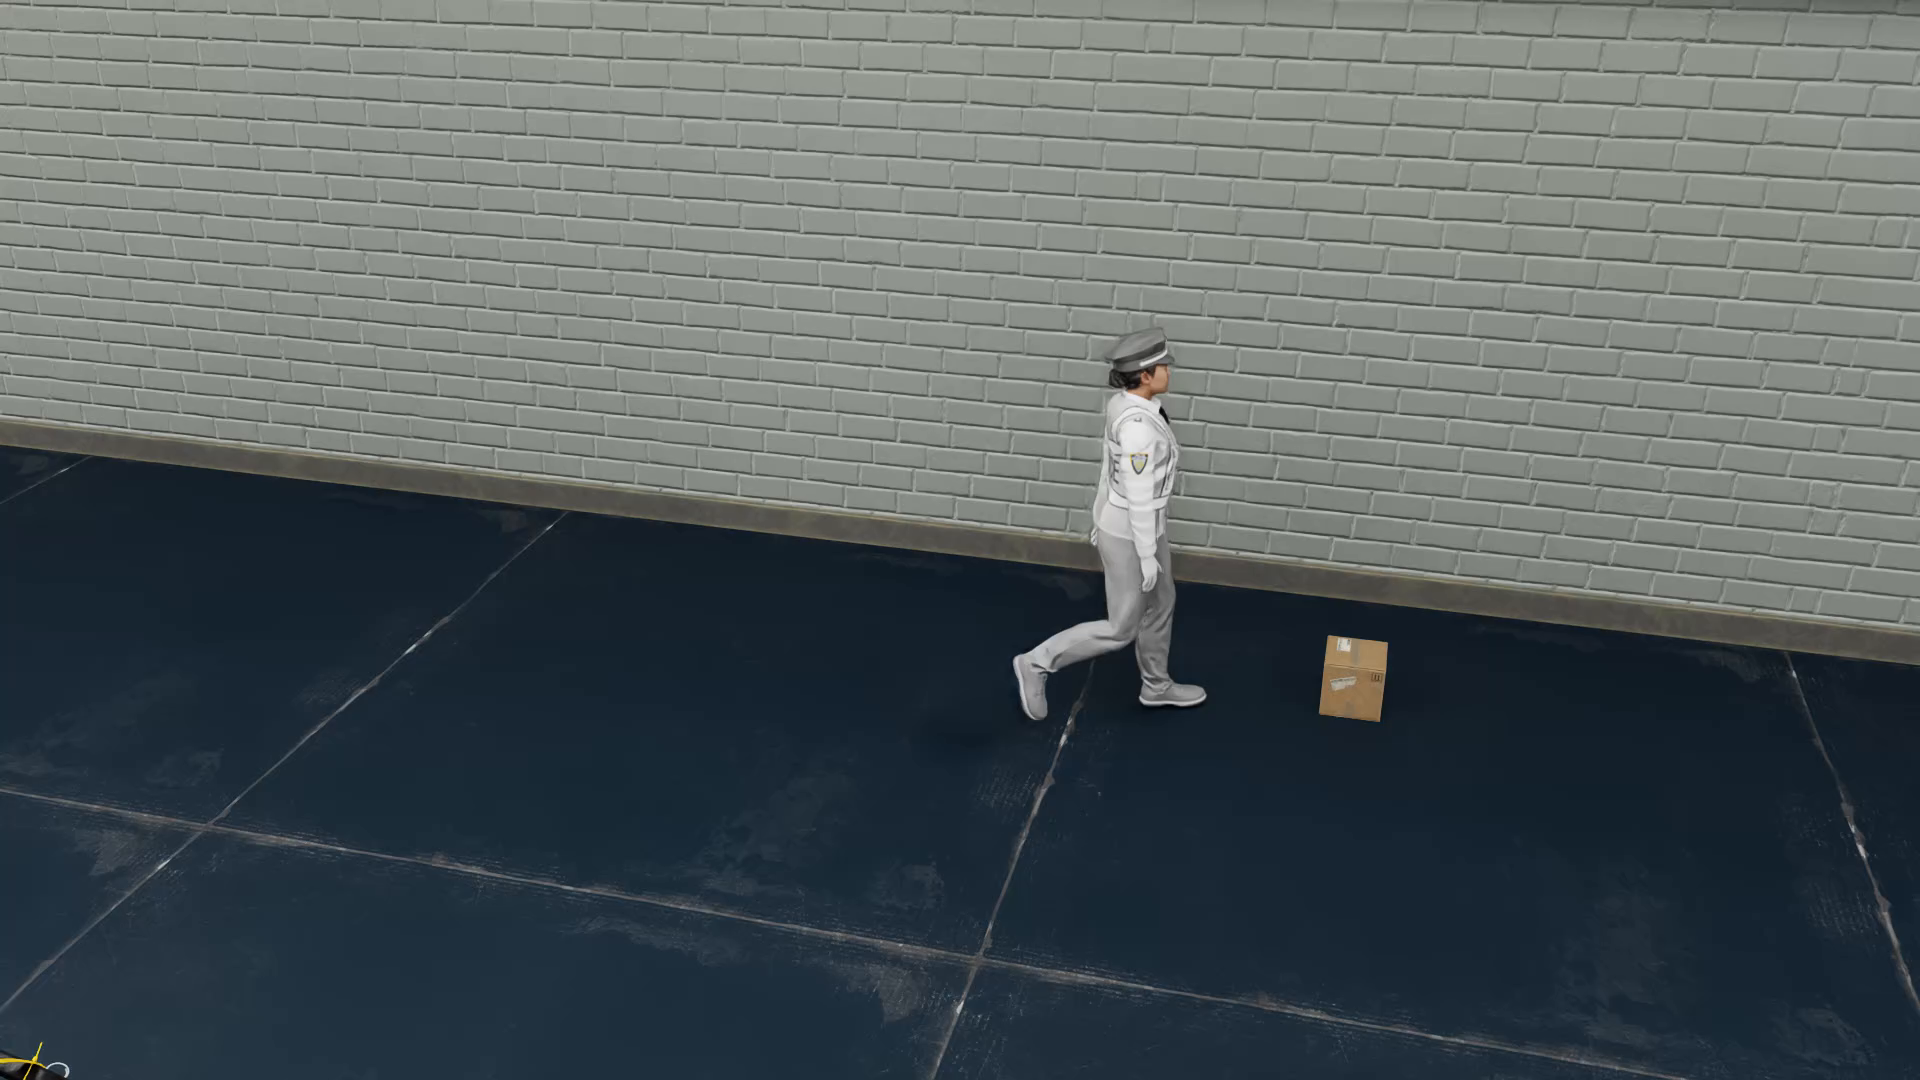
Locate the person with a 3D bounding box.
[{"bbox_3d":[0.633,-0.052,6.683,0.823,1.656,0.524,1,26,2],"label":"person"}]
